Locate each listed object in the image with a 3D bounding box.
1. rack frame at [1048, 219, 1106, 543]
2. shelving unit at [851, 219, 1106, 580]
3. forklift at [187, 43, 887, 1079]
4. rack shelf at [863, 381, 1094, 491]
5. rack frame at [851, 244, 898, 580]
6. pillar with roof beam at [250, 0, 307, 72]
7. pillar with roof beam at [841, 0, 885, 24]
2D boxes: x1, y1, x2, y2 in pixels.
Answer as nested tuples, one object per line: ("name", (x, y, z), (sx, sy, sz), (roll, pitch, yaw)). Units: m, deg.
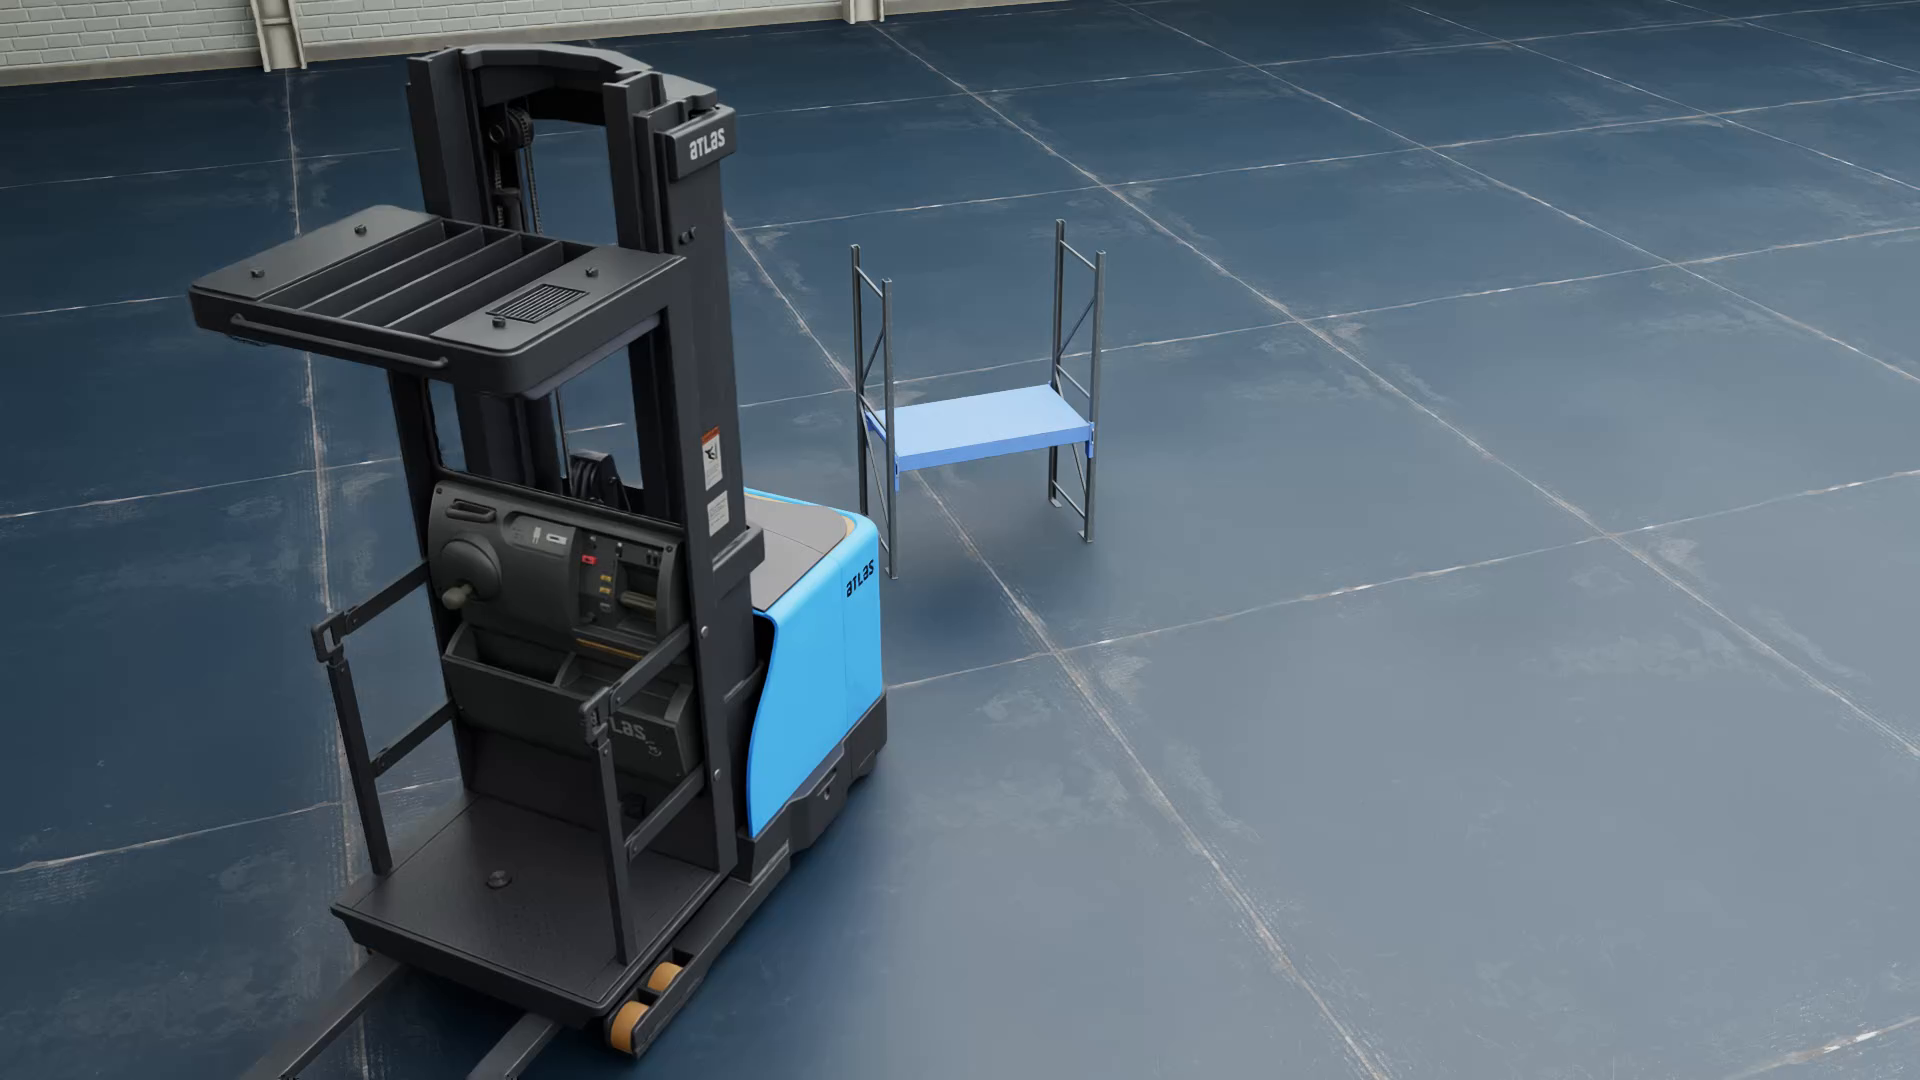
("rack frame", (0.556, -0.754, 8.059), (0.032, 1.500, 0.500), (-10, 31, -18))
("shelving unit", (0.080, -0.666, 7.905), (1.048, 1.500, 0.538), (-10, 31, -18))
("forklift", (-1.376, 0.132, 5.057), (1.130, 2.935, 3.031), (13, 32, 22))
("rack shelf", (0.080, -0.510, 7.994), (1.000, 0.185, 0.538), (-10, 31, -18))
("rack frame", (-0.396, -0.579, 7.751), (0.032, 1.500, 0.500), (-10, 31, -18))
("pillar with roof beam", (-5.189, -6.609, 10.761), (0.400, 9.000, 9.100), (-10, 31, -18))
("pillar with roof beam", (0.435, -7.645, 12.578), (0.400, 9.000, 9.100), (-10, 31, -18))
